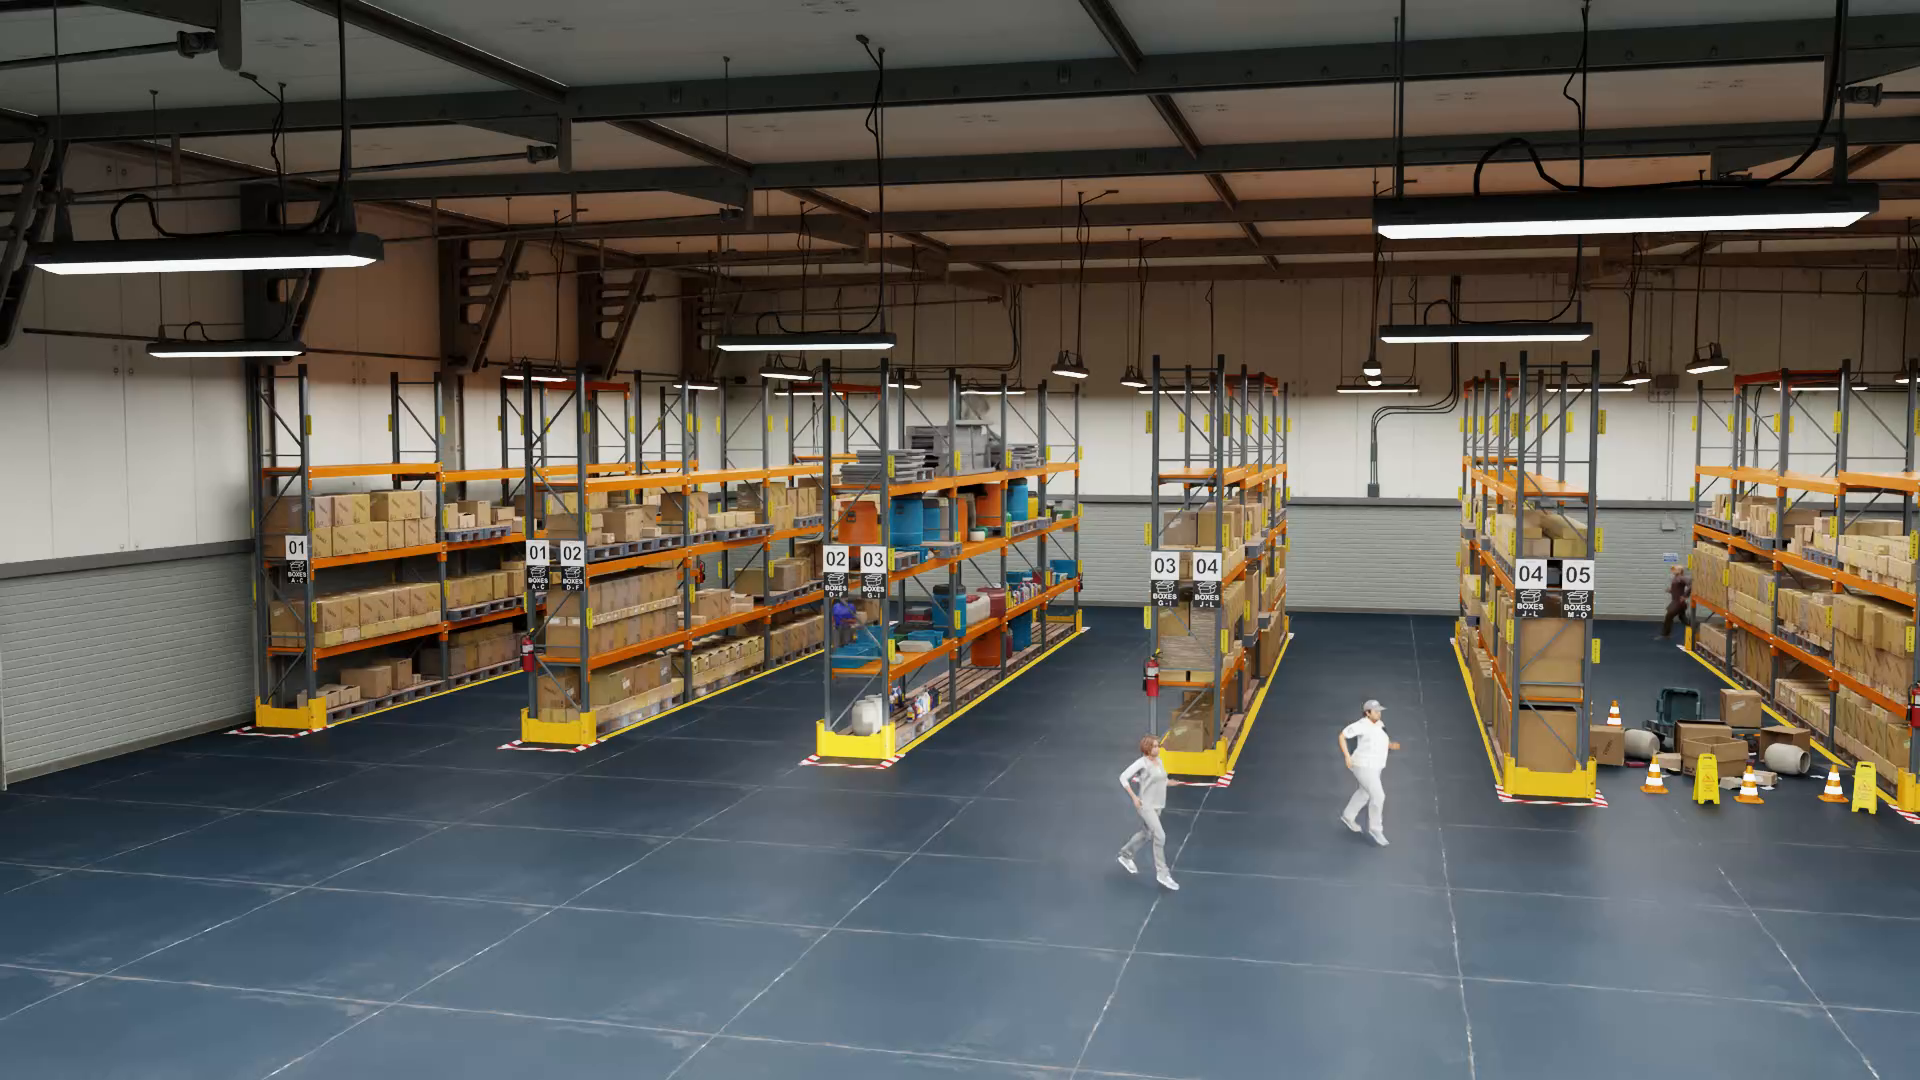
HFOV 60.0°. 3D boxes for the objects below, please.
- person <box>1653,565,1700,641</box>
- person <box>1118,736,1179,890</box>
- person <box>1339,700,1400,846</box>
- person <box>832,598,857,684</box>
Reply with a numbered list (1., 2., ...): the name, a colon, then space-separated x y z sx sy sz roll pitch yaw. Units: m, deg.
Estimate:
1. person: 16.571 1.462 38.314 1.045 1.784 0.722 1 4 19
2. person: 2.057 2.934 18.130 0.830 1.616 0.523 3 5 37
3. person: 4.936 2.781 20.124 0.593 1.719 0.830 -4 6 -44
4. person: -2.190 1.795 30.784 0.556 1.738 0.640 1 4 12
